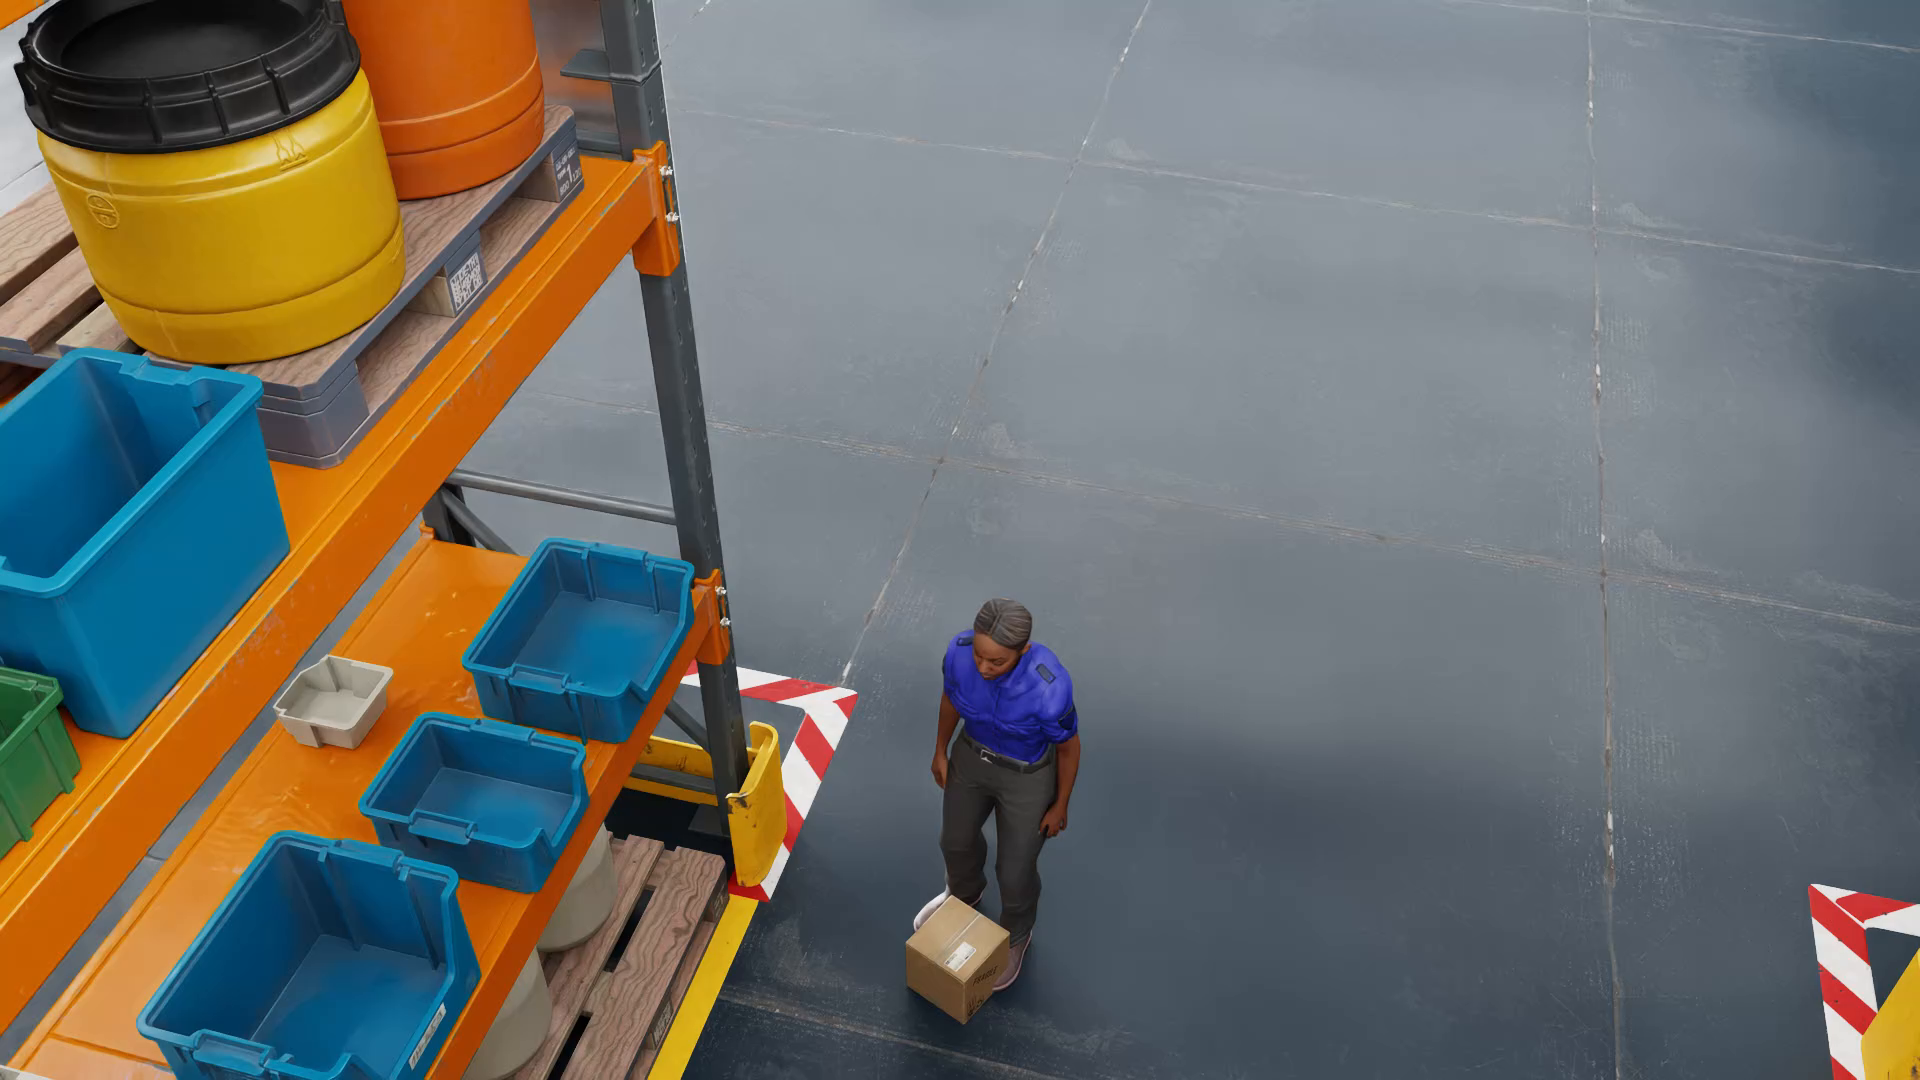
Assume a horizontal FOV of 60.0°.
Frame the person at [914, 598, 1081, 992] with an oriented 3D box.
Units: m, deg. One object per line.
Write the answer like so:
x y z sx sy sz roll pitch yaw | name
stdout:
0.107 0.771 5.285 0.521 1.653 0.402 22 46 23 | person
